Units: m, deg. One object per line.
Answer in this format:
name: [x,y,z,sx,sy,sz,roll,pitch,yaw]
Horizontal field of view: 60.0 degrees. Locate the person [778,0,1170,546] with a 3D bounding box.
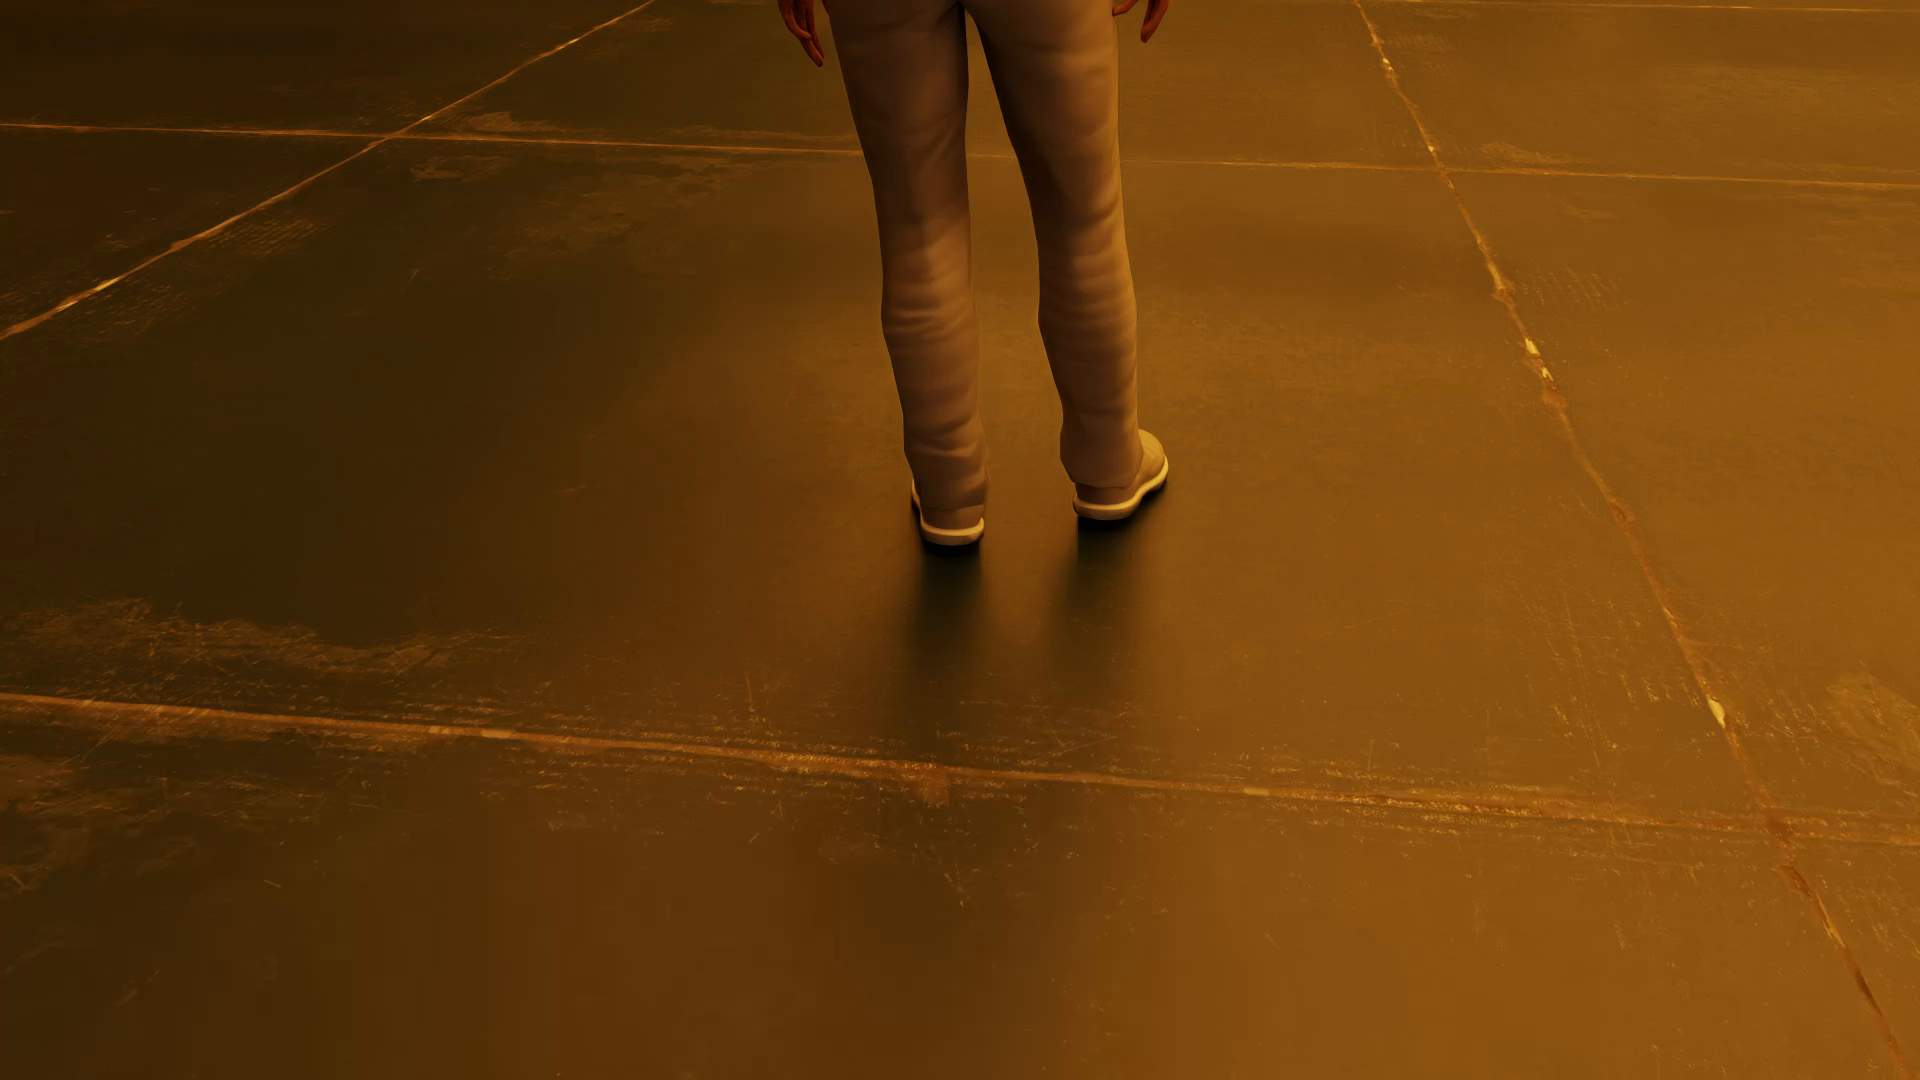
person: [0.030,-0.796,2.182,0.569,1.695,0.530,3,27,7]
